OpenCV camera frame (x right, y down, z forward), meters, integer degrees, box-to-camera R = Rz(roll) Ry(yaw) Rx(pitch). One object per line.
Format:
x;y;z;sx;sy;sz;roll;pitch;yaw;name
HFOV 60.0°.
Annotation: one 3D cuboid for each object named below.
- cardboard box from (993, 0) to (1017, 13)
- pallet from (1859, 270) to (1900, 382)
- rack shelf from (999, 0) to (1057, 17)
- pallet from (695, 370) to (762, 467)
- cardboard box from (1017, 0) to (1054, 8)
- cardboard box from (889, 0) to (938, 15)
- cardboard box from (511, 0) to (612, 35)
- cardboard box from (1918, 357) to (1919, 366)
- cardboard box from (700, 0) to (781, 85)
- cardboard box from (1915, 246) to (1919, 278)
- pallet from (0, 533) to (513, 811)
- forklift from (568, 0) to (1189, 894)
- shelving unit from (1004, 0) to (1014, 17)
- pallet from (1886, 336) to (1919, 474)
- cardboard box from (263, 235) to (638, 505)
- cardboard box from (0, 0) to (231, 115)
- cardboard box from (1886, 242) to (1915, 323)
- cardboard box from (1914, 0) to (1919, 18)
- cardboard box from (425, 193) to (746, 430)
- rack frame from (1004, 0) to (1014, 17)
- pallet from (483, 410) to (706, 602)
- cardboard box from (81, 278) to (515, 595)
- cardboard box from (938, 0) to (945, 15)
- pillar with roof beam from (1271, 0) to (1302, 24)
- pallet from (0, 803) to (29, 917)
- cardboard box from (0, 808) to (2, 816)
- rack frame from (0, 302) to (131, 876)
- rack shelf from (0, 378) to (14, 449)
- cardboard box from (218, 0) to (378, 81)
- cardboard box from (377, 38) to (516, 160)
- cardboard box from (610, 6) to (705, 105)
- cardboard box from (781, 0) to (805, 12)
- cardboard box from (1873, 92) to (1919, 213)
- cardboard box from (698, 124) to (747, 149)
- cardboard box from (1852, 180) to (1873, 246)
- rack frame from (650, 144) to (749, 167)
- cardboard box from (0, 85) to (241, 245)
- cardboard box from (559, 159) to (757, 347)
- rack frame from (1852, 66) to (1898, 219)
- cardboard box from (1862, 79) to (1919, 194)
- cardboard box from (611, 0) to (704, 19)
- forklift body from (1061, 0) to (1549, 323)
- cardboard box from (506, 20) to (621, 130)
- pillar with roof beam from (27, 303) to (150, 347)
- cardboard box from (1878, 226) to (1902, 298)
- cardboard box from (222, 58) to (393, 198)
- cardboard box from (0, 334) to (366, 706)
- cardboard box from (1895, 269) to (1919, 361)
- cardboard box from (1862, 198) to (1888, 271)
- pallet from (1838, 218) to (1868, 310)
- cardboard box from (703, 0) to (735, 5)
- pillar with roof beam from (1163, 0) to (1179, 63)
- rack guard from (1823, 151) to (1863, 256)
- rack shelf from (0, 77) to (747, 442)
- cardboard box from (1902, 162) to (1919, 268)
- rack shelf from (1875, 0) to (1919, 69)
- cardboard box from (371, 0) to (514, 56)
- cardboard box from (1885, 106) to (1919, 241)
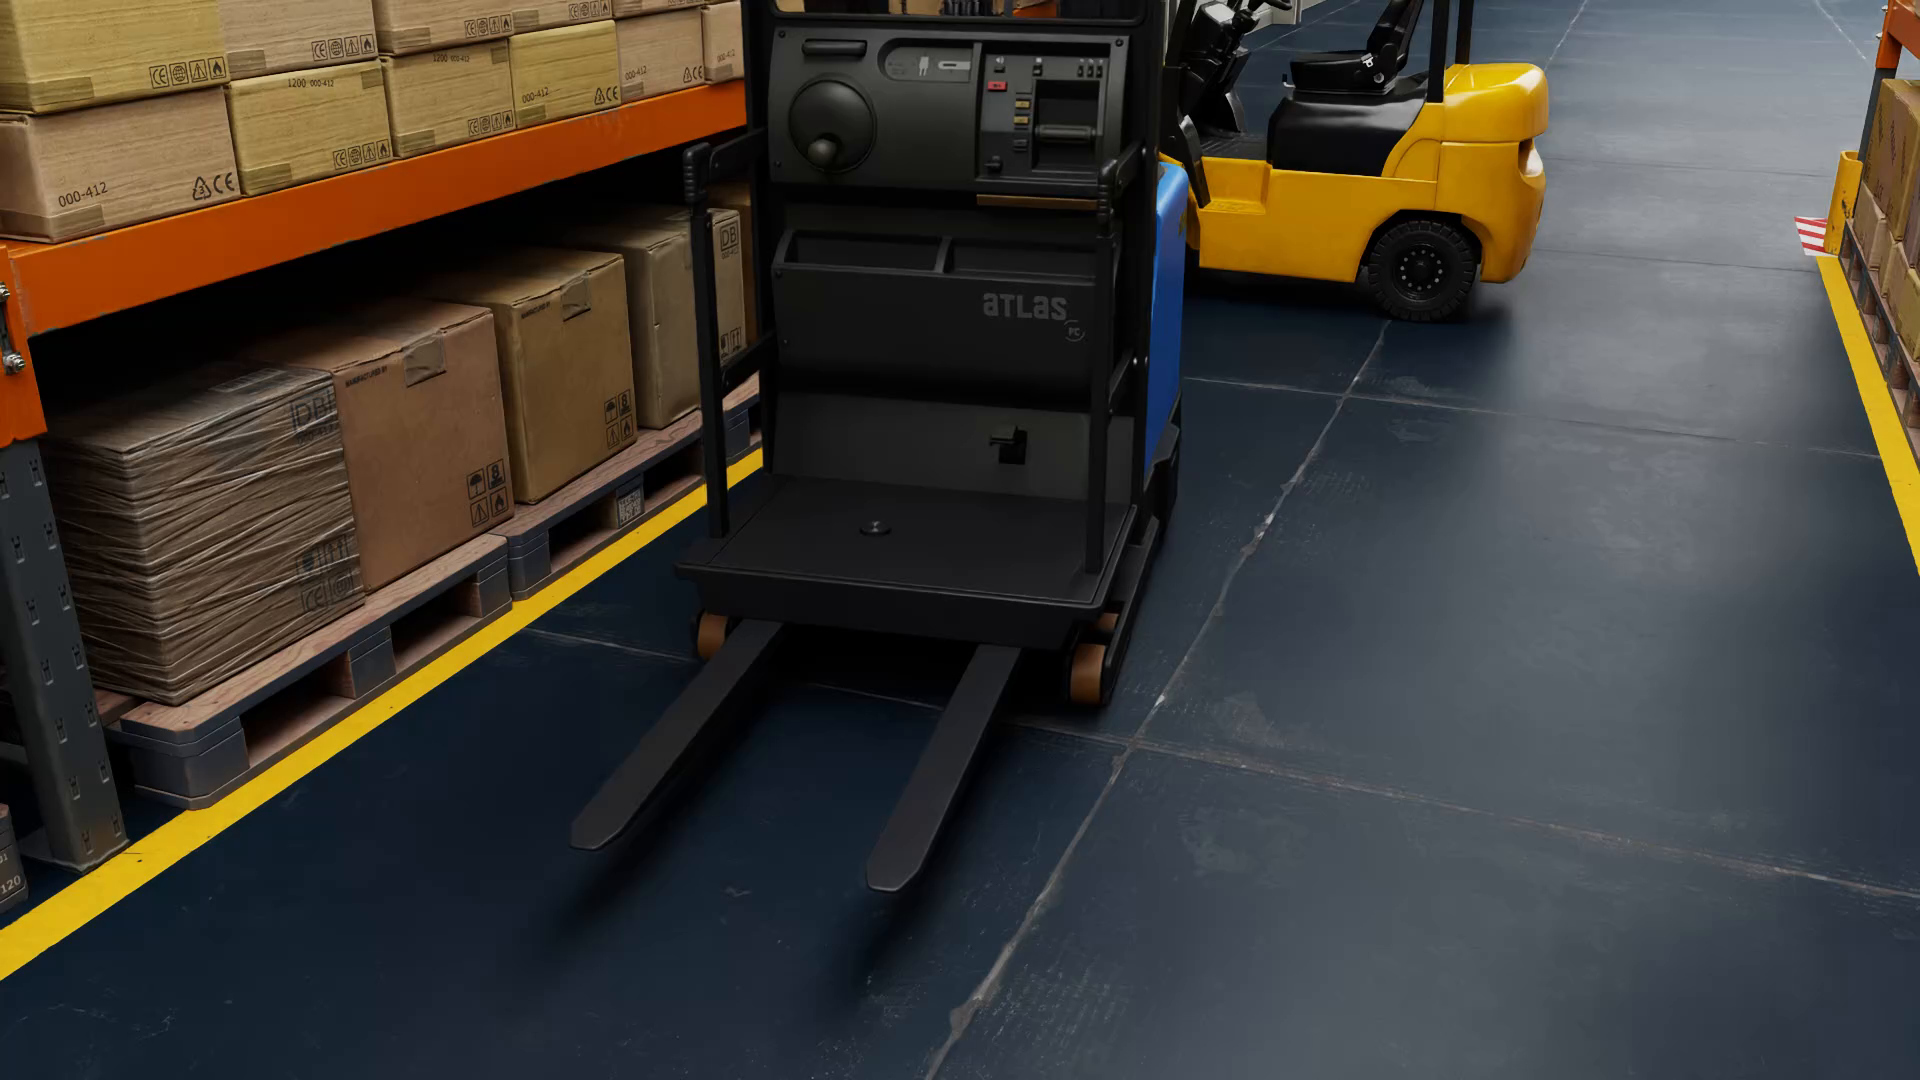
-0.046;-2.732;7.769;0.500;0.500;0.500;9;24;20;cardboard box
4.460;-0.882;7.087;1.003;0.211;1.213;9;24;20;pallet
-0.075;-2.578;8.463;1.077;0.370;4.000;9;24;20;rack shelf
-1.056;-0.638;6.504;1.003;0.211;1.213;9;24;20;pallet
0.161;-2.909;8.192;0.500;0.500;0.500;9;24;20;cardboard box
-0.411;-2.362;6.882;0.500;0.500;0.500;8;24;19;cardboard box
-1.348;-1.598;4.730;0.500;0.250;0.500;9;24;21;cardboard box
3.762;-0.660;5.961;0.500;0.250;0.500;10;25;22;cardboard box
-0.944;-1.726;5.686;0.500;0.250;0.500;9;24;20;cardboard box
3.949;-1.188;6.253;0.500;0.500;0.500;9;24;21;cardboard box
-1.962;0.235;4.414;1.003;0.211;1.213;9;24;20;pallet
-0.086;-1.088;4.051;1.130;2.935;3.031;5;23;12;forklift
0.268;-1.161;6.079;0.431;1.500;0.755;6;23;13;shelving unit
4.008;-0.444;6.038;1.003;0.211;1.213;9;24;20;pallet
-1.575;-0.558;5.230;0.875;0.625;0.625;8;24;18;cardboard box
-1.889;-1.044;3.405;0.500;0.250;0.500;9;24;20;cardboard box
4.143;-1.033;6.854;0.500;0.250;0.500;9;24;21;cardboard box
4.568;-2.448;7.546;0.380;0.149;0.250;9;24;21;cardboard box
-1.297;-0.827;5.875;0.875;0.625;0.625;9;24;20;cardboard box
0.360;-1.296;6.407;0.400;1.500;0.023;6;23;13;rack frame
-1.507;-0.200;5.455;1.003;0.211;1.213;9;24;20;pallet
-1.824;-0.317;4.653;0.875;0.625;0.625;10;25;22;cardboard box
-0.233;-2.550;7.334;0.500;0.500;0.500;9;24;21;cardboard box
8.026;-9.952;17.399;9.100;9.000;0.400;9;24;20;pillar with roof beam
-2.617;0.786;3.095;1.003;0.211;1.213;9;24;20;pallet
-2.262;0.379;3.149;0.500;0.500;0.500;10;24;22;cardboard box
-2.304;-0.763;3.184;1.000;3.000;0.127;9;24;20;rack frame
-3.047;0.285;1.609;1.077;0.370;4.000;9;24;20;rack shelf
-1.725;-1.227;3.842;0.500;0.250;0.500;10;25;22;cardboard box
-1.536;-1.182;4.382;0.500;0.250;0.500;8;24;18;cardboard box
-1.157;-1.553;5.271;0.500;0.250;0.500;9;24;20;cardboard box
-0.763;-1.907;6.119;0.500;0.250;0.500;9;24;21;cardboard box
4.523;-1.742;7.578;0.500;0.500;0.500;8;24;18;cardboard box
-0.815;-1.784;7.355;0.500;0.250;0.500;9;24;21;cardboard box
4.721;-1.592;8.193;0.500;0.250;0.500;9;24;20;cardboard box
-0.818;-2.194;6.611;1.000;3.000;0.127;9;24;20;rack frame
-1.912;-0.817;3.509;0.500;0.250;0.500;9;24;20;cardboard box
-1.002;-1.104;6.537;0.875;0.625;0.625;10;25;22;cardboard box
5.277;-2.916;8.340;1.000;3.000;0.127;9;24;20;rack frame
4.713;-1.930;8.027;0.500;0.500;0.500;8;24;18;cardboard box
-1.143;-1.776;5.156;0.500;0.250;0.500;9;24;21;cardboard box
1.657;-2.294;7.952;2.313;2.155;1.214;9;24;20;forklift body
-1.342;-1.367;4.826;0.500;0.250;0.500;10;25;22;cardboard box
1.340;-3.510;1.978;9.100;9.000;0.400;9;24;20;pillar with roof beam
4.333;-1.214;7.286;0.500;0.250;0.500;11;25;24;cardboard box
-1.721;-0.997;3.939;0.500;0.250;0.500;8;24;19;cardboard box
-2.060;-0.082;4.091;0.875;0.625;0.625;10;25;22;cardboard box
3.950;-0.852;6.420;0.500;0.250;0.500;8;24;19;cardboard box
4.524;-1.411;7.758;0.500;0.250;0.500;10;25;22;cardboard box
4.915;-1.317;8.128;1.003;0.211;1.213;9;24;20;pallet
-0.948;-1.958;5.592;0.500;0.250;0.500;8;24;19;cardboard box
5.798;-7.804;12.259;9.100;9.000;0.400;9;24;20;pillar with roof beam
5.249;-1.736;8.756;1.175;0.500;0.348;9;24;20;rack guard
-1.561;-1.146;5.036;1.077;0.370;4.000;9;24;20;rack shelf
4.138;-1.371;6.690;0.500;0.500;0.500;10;25;23;cardboard box
4.534;-1.869;6.765;1.077;0.370;4.000;9;24;20;rack shelf
-1.514;-1.412;4.284;0.500;0.250;0.500;8;24;19;cardboard box
4.329;-1.564;7.151;0.500;0.500;0.500;9;24;21;cardboard box
